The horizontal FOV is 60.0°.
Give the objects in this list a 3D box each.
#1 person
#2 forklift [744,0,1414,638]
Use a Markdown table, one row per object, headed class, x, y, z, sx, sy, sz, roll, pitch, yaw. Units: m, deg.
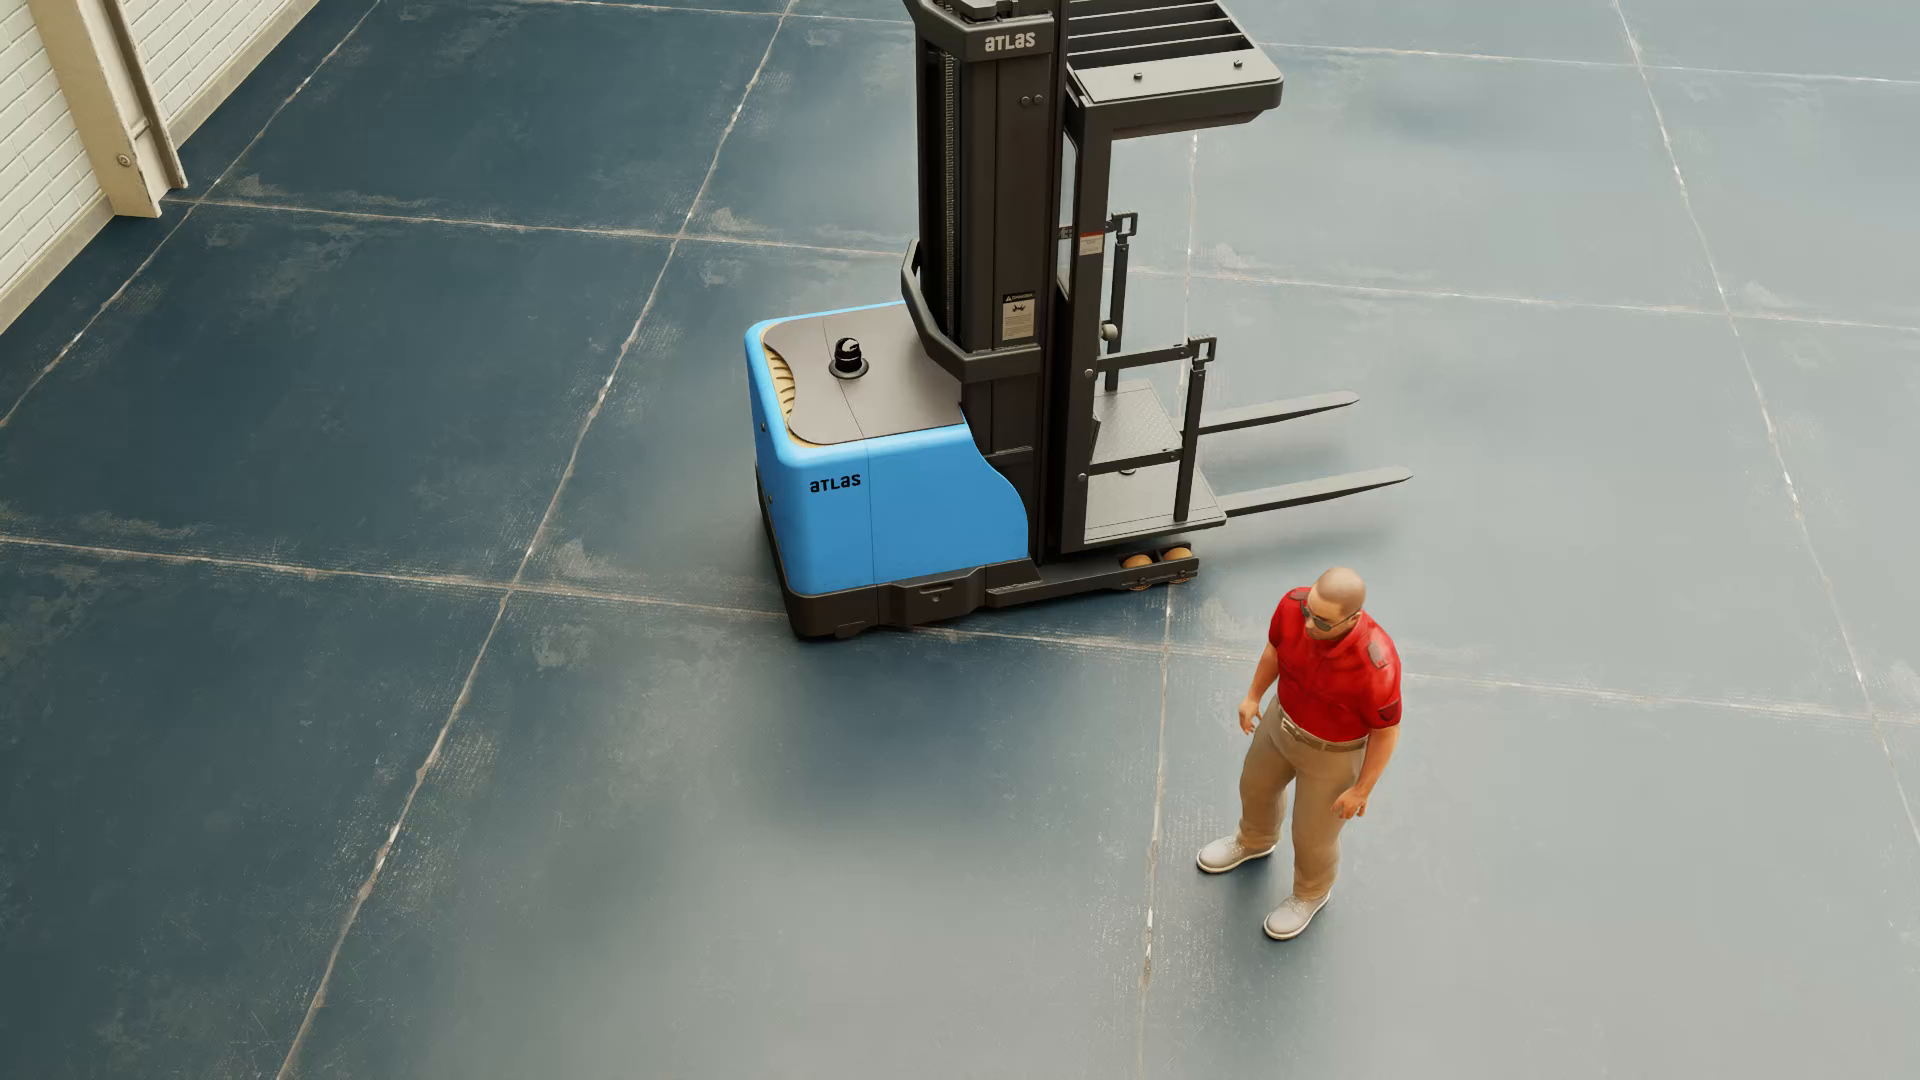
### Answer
| class | x | y | z | sx | sy | sz | roll | pitch | yaw |
| --- | --- | --- | --- | --- | --- | --- | --- | --- | --- |
| person | 1.231 | 0.709 | 5.841 | 0.389 | 1.727 | 0.603 | -25 | 48 | -25 |
| forklift | 0.608 | -1.185 | 7.015 | 3.031 | 2.935 | 1.130 | -10 | 43 | -11 |
